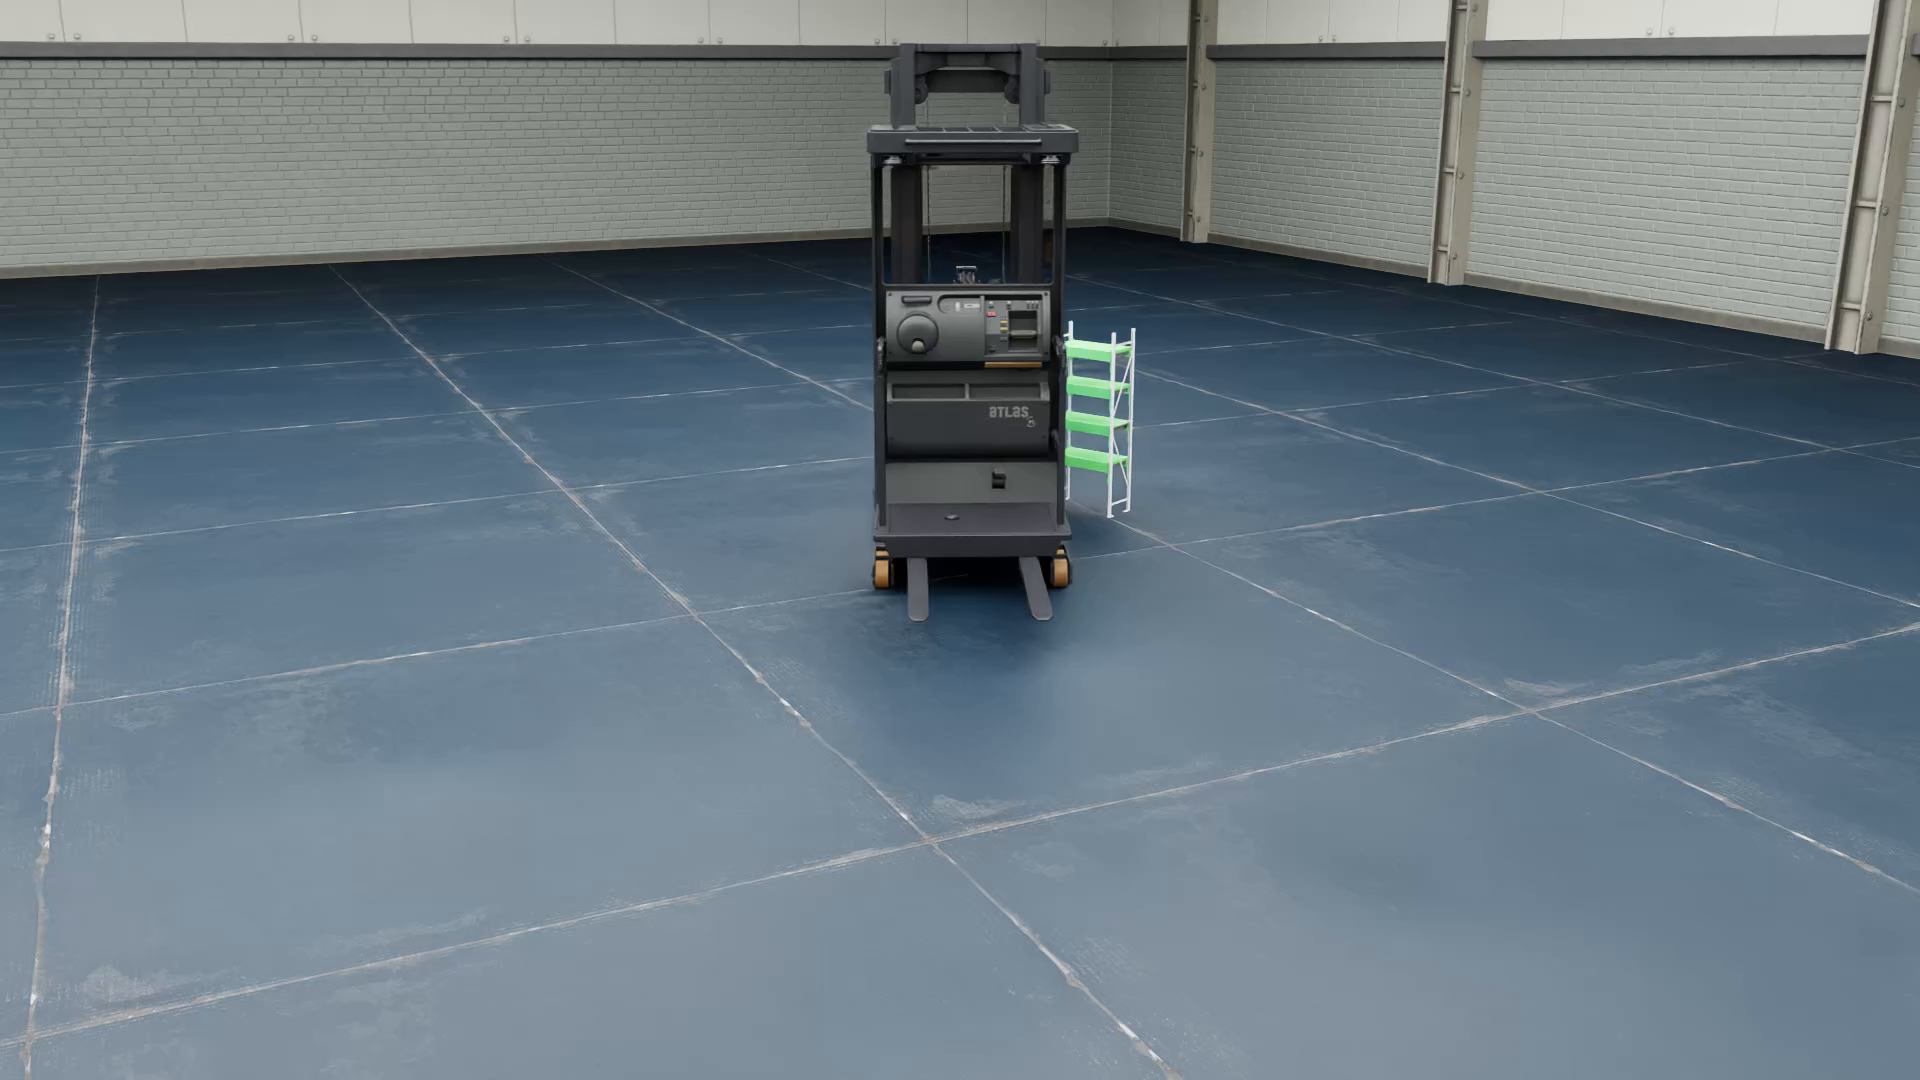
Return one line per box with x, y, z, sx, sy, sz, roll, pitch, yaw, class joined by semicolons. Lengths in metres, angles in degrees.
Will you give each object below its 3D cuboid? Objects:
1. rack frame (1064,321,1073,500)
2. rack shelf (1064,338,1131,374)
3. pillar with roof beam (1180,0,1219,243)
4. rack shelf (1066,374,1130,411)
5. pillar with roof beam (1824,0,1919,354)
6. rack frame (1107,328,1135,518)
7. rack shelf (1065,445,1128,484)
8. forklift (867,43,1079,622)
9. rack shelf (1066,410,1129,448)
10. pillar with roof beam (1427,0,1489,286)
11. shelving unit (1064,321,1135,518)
0.657;-0.830;10.969;0.015;1.200;0.240;13;20;38;rack frame
0.846;-1.188;10.705;0.480;0.148;0.258;13;20;38;rack shelf
-0.010;-8.721;24.326;9.100;9.000;0.400;-8;18;-25;pillar with roof beam
0.846;-0.957;10.772;0.480;0.148;0.258;13;20;38;rack shelf
5.247;-5.745;13.957;9.100;9.000;0.400;-8;18;-25;pillar with roof beam
1.035;-0.745;10.672;0.015;1.200;0.240;13;20;38;rack frame
0.846;-0.496;10.904;0.480;0.148;0.258;13;20;38;rack shelf
0.055;-1.222;9.196;1.130;2.935;3.031;0;16;-2;forklift
0.846;-0.726;10.838;0.480;0.148;0.258;13;20;38;rack shelf
2.618;-7.233;19.141;9.100;9.000;0.400;-8;18;-25;pillar with roof beam
0.846;-0.788;10.820;0.503;1.200;0.258;13;20;38;shelving unit
